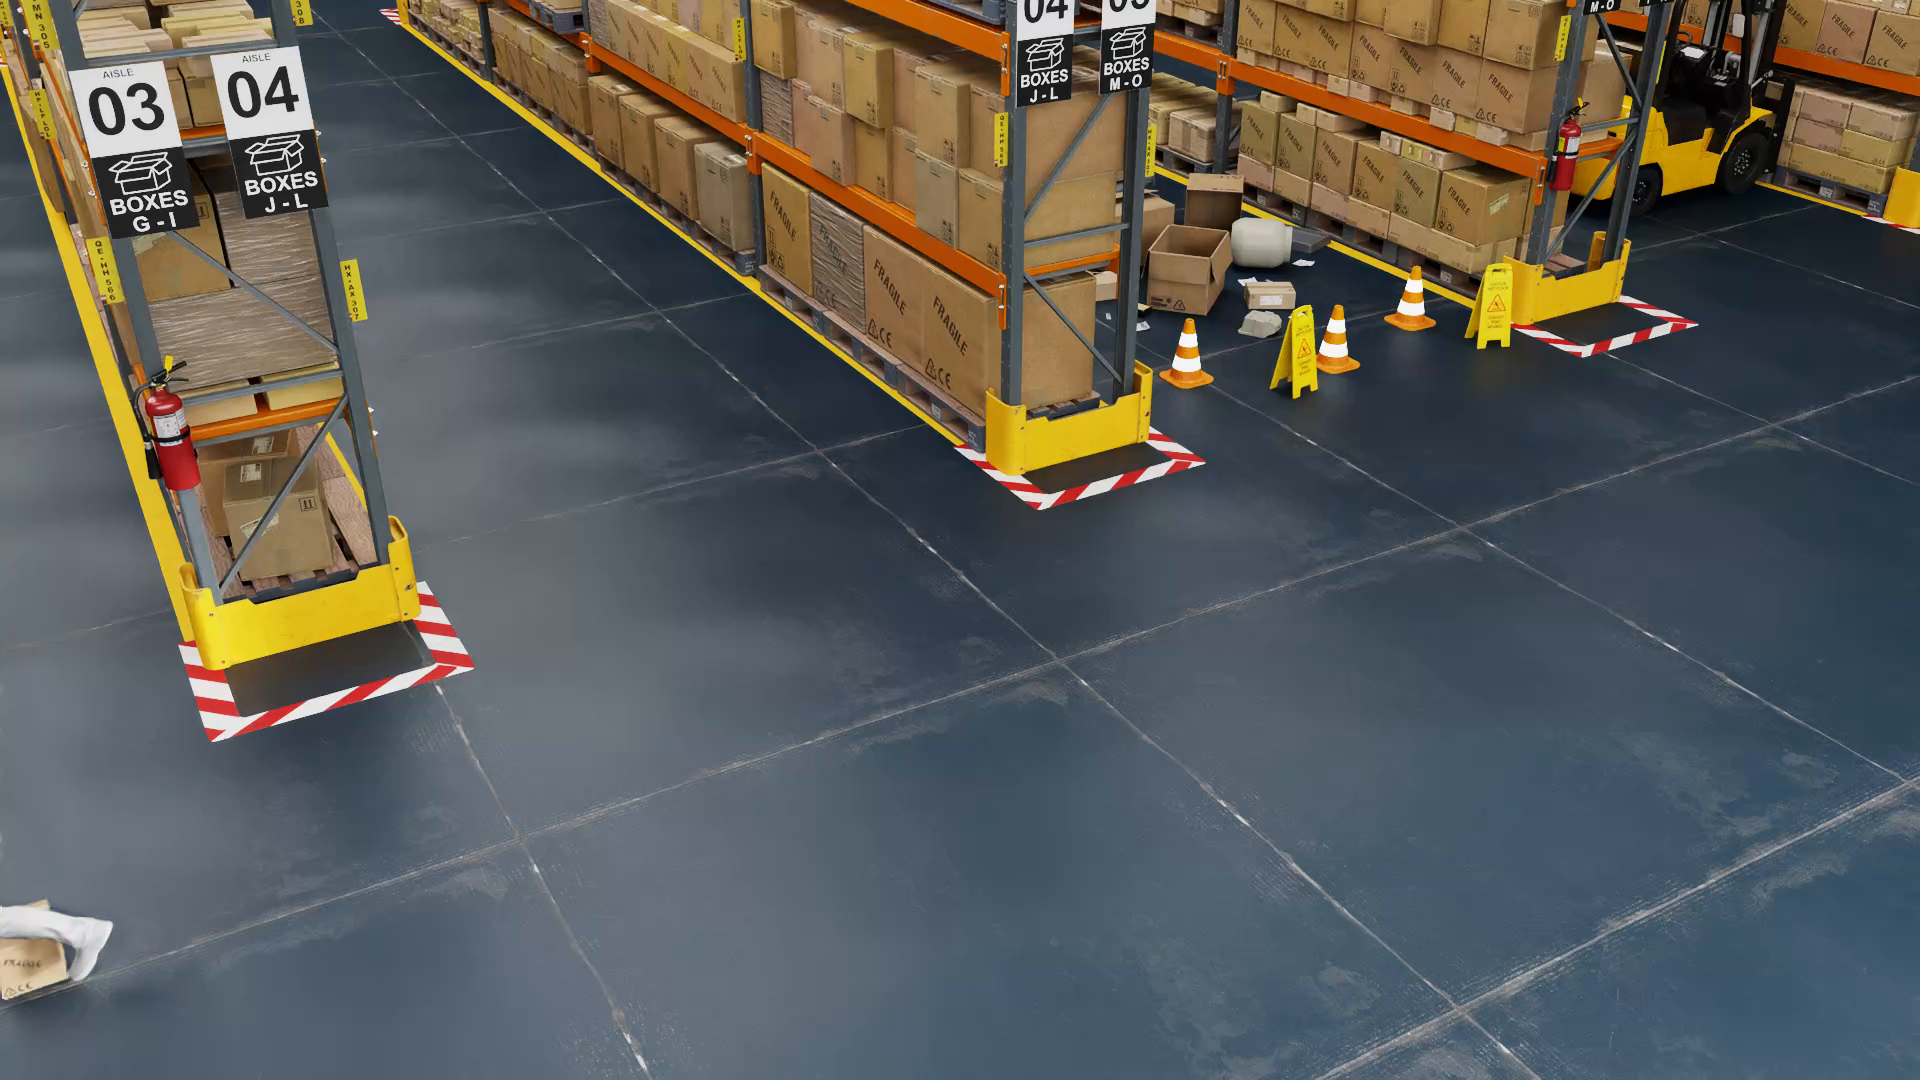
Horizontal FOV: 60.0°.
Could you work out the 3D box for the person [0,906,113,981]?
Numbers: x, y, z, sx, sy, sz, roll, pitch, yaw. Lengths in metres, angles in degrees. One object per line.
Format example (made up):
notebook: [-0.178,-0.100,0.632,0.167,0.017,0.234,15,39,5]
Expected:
person: [-3.809,1.229,6.310,0.840,1.660,0.482,-13,32,-22]
